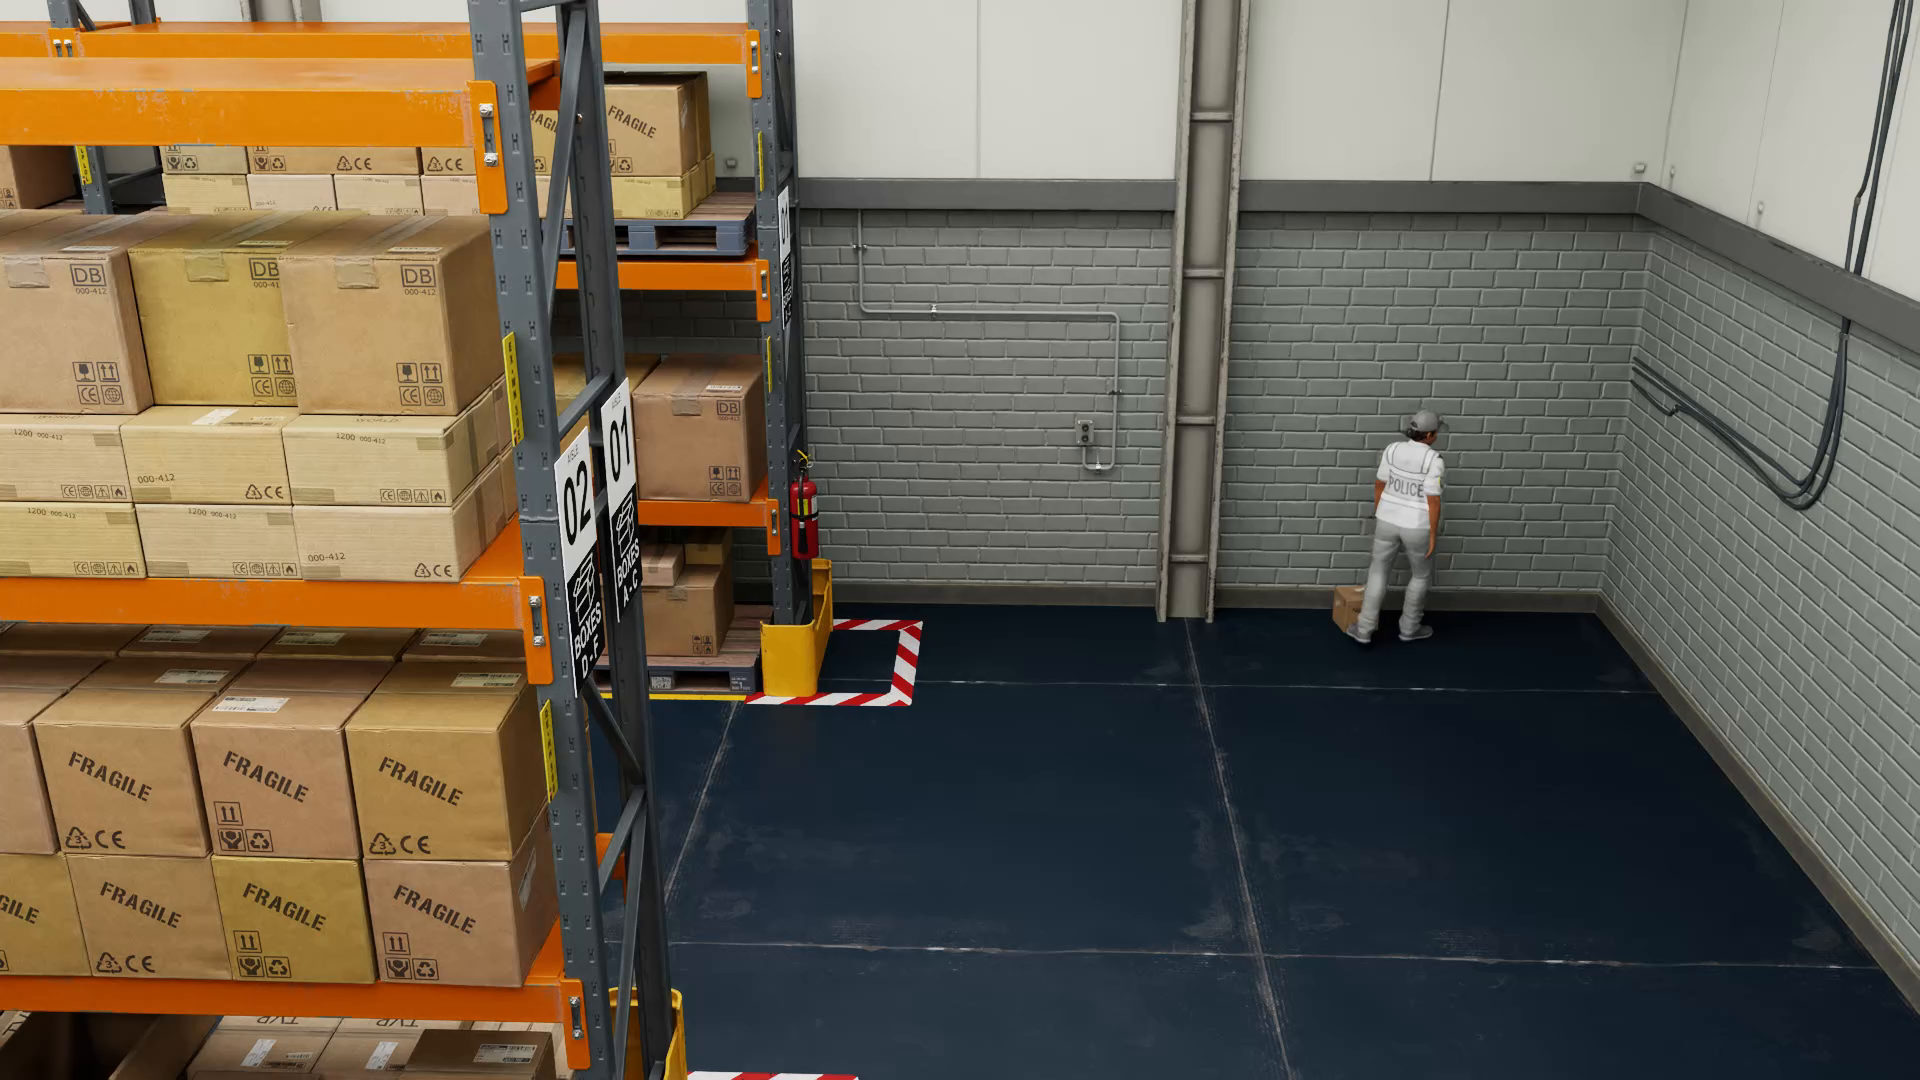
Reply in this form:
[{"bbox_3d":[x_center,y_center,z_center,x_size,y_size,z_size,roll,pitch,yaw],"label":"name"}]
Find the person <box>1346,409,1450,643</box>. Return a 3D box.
[{"bbox_3d":[2.994,-0.085,11.298,0.547,1.659,0.585,15,25,33],"label":"person"}]
